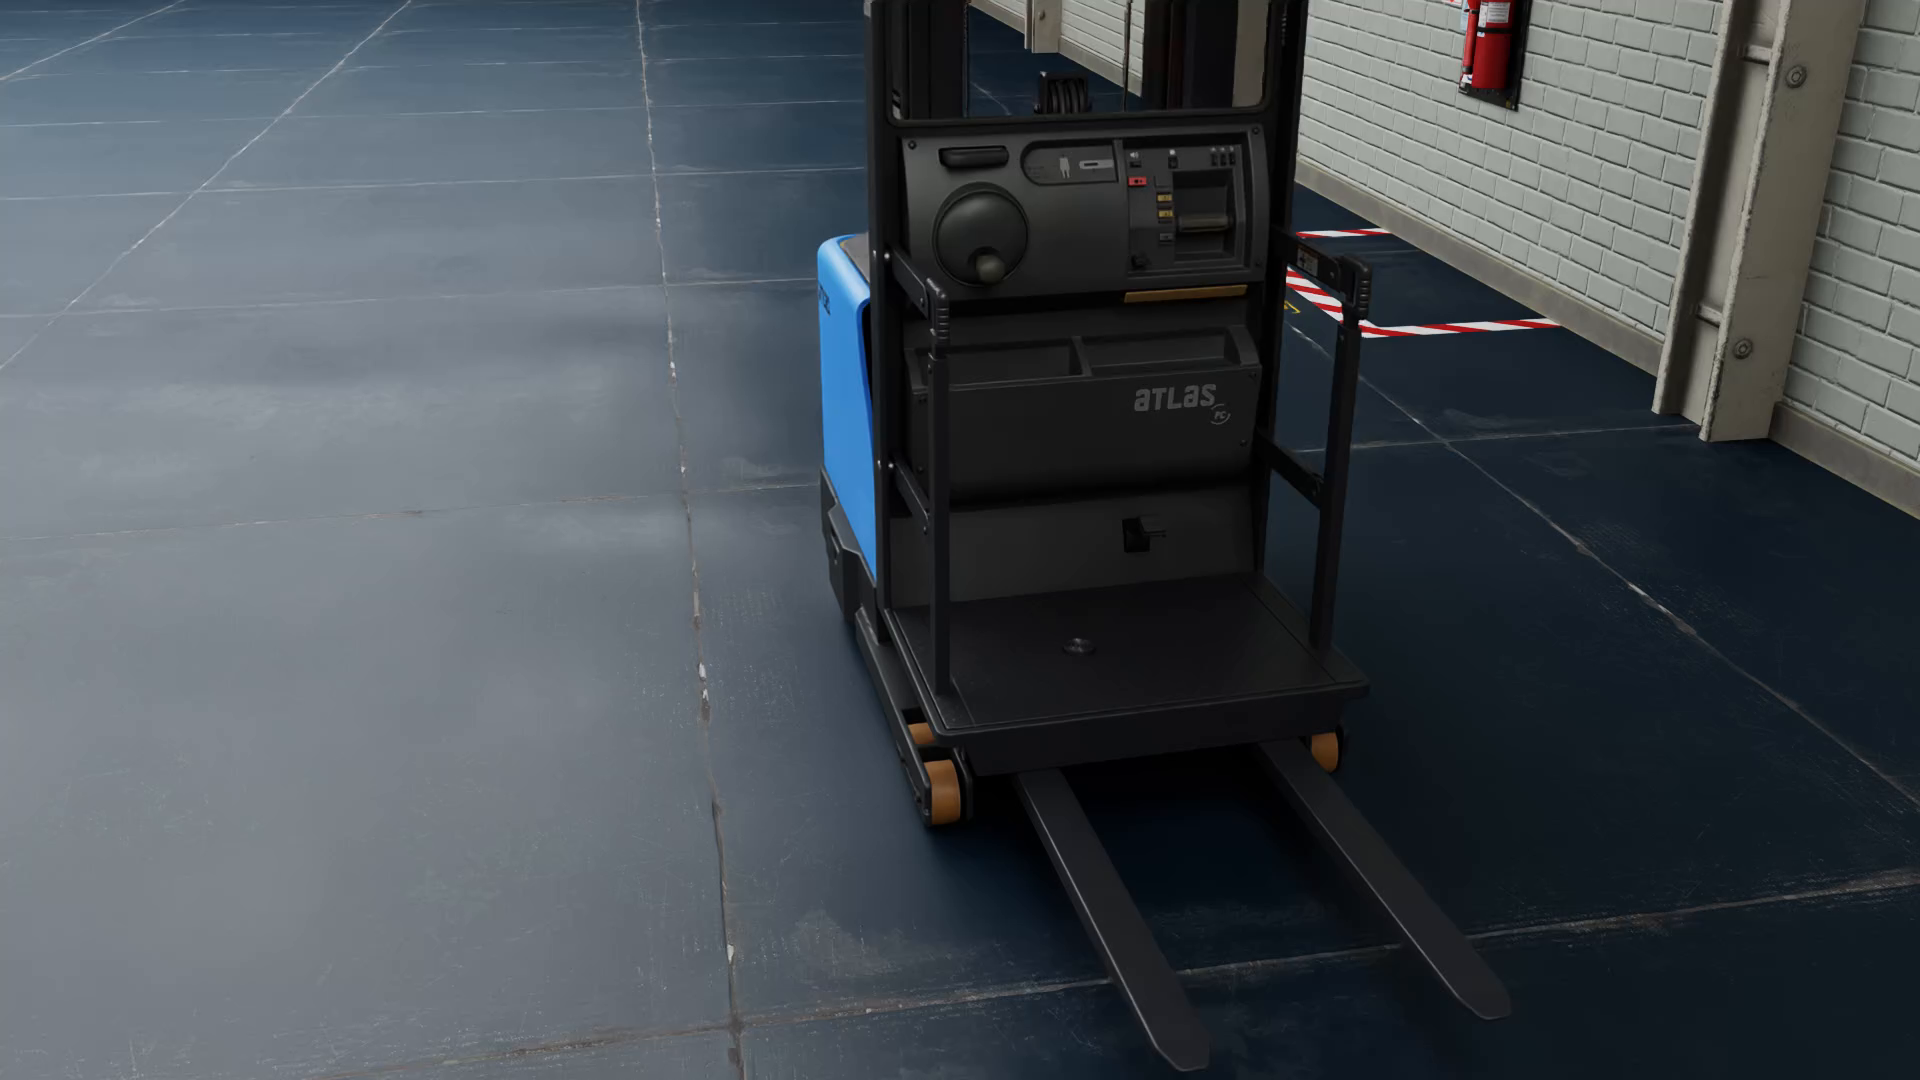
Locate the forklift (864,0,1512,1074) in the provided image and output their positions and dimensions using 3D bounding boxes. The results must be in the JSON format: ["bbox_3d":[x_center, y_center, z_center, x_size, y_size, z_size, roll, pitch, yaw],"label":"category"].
[{"bbox_3d":[0.361,-0.799,3.918,1.110,2.935,3.031,-5,24,-12],"label":"forklift"}]

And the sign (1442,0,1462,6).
[{"bbox_3d":[2.678,-3.073,8.993,0.001,0.329,0.234,-4,24,-10],"label":"sign"}]

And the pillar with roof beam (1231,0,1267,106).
[{"bbox_3d":[-2.242,-6.647,9.726,9.100,9.000,0.400,-4,24,-10],"label":"pillar with roof beam"}]

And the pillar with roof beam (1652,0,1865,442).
[{"bbox_3d":[-1.133,-4.287,4.323,9.100,9.000,0.400,-4,24,-10],"label":"pillar with roof beam"}]
